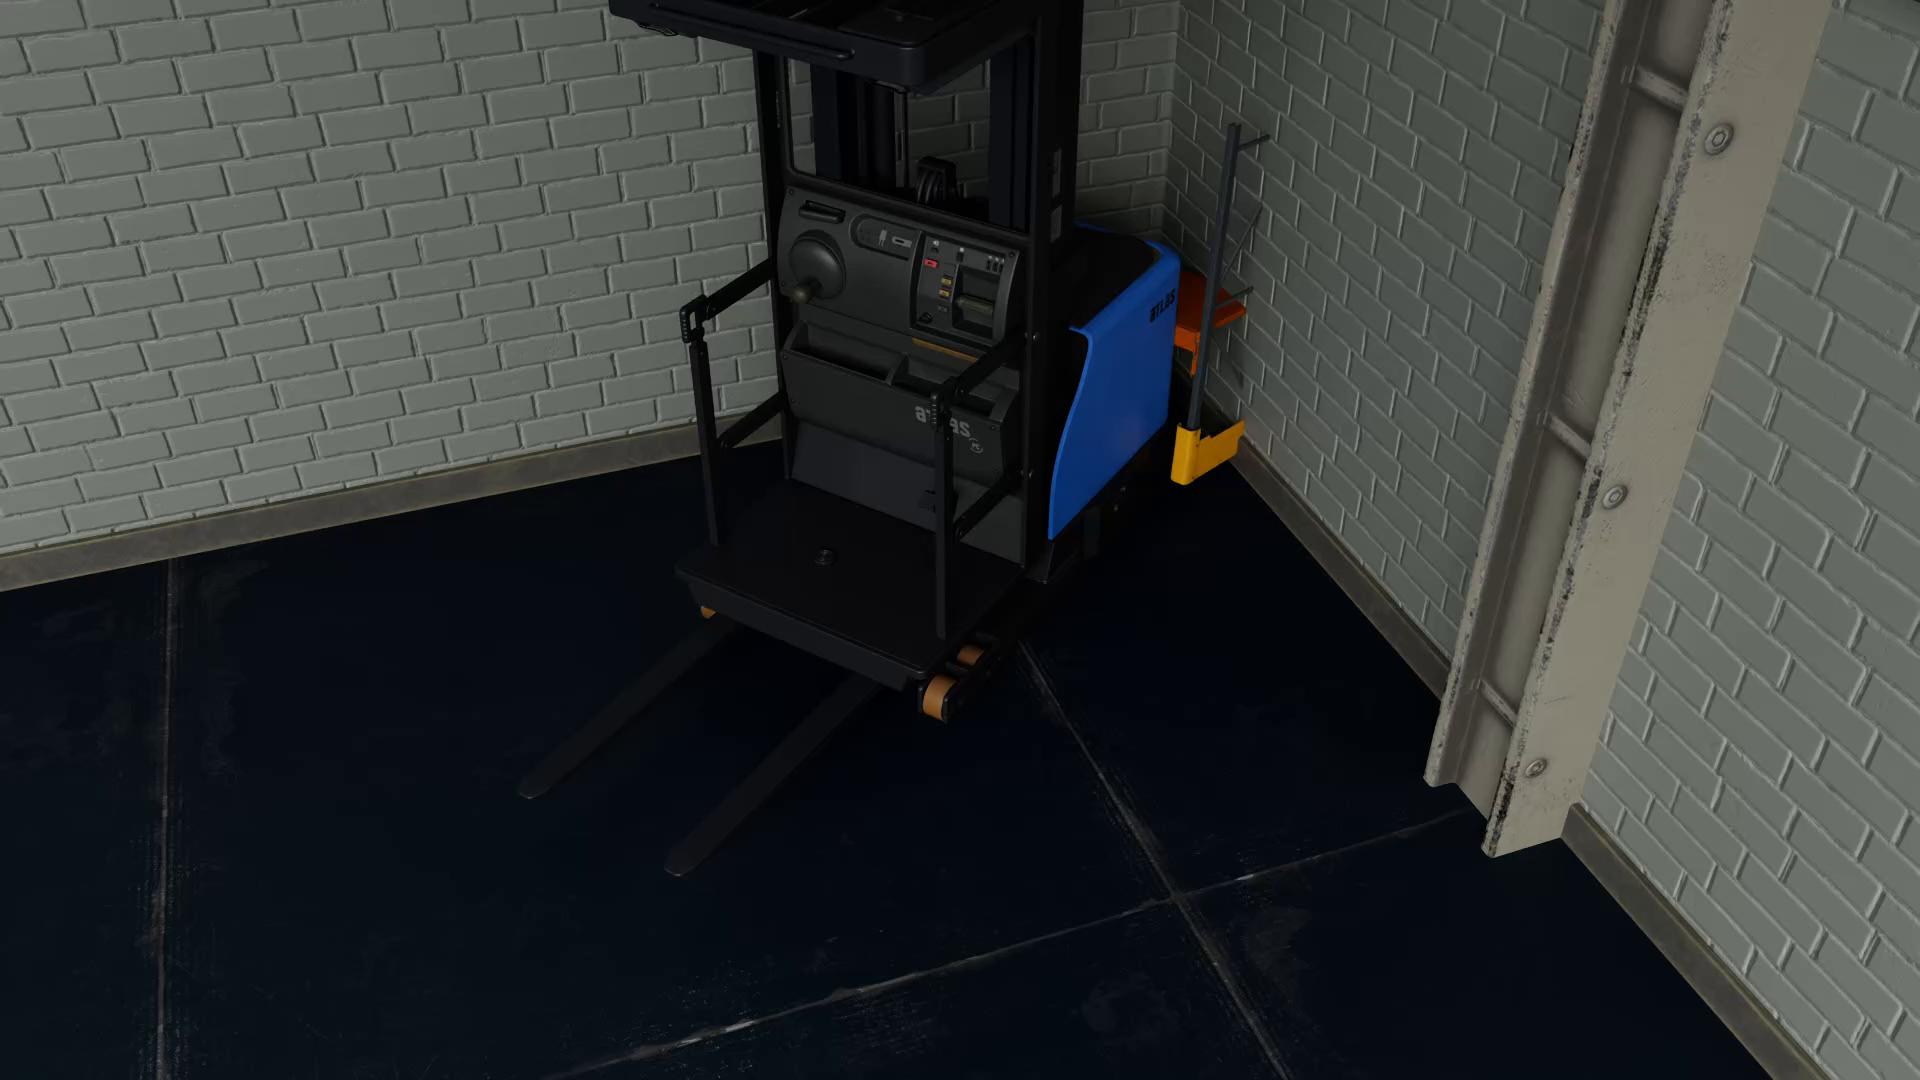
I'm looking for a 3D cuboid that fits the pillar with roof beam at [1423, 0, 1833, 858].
[{"bbox_3d":[-2.251,-1.817,1.682,9.100,9.000,0.400,-12,39,-16],"label":"pillar with roof beam"}]

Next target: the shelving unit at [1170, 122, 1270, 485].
[{"bbox_3d":[0.754,-1.173,6.949,1.083,1.500,0.587,27,39,33],"label":"shelving unit"}]

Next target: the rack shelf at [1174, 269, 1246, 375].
[{"bbox_3d":[0.739,-1.024,7.049,1.000,0.185,0.538,27,39,33],"label":"rack shelf"}]

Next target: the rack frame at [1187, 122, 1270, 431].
[{"bbox_3d":[1.128,-0.982,6.679,0.032,1.500,0.500,27,39,33],"label":"rack frame"}]

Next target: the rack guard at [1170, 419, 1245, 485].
[{"bbox_3d":[1.096,-0.453,7.010,0.087,0.250,0.587,27,39,33],"label":"rack guard"}]

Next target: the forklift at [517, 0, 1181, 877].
[{"bbox_3d":[-0.330,-0.853,5.447,1.130,2.935,3.031,21,42,25],"label":"forklift"}]
